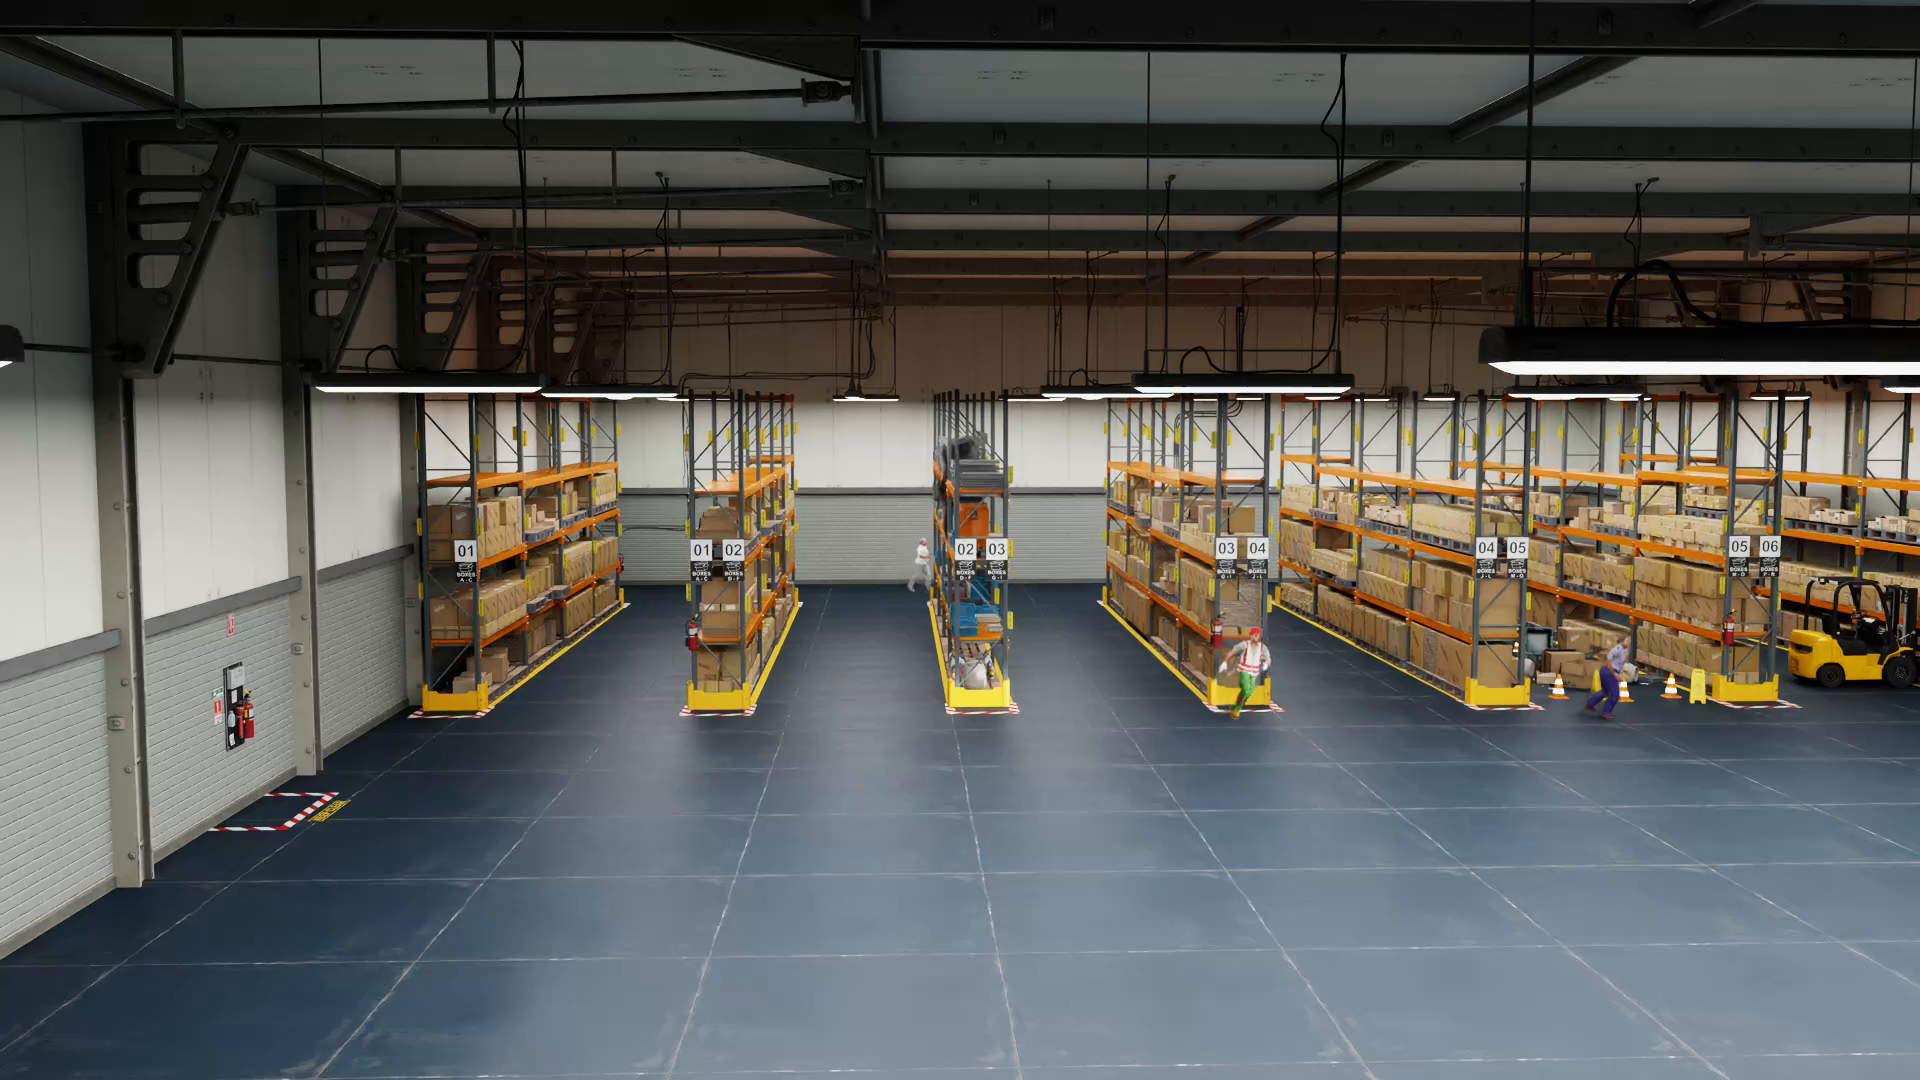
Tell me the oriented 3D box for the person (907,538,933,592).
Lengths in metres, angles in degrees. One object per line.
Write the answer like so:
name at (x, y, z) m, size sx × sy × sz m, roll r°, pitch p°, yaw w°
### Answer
person at (-1.191, 0.776, 50.400) m, size 0.853 × 1.712 × 0.597 m, roll 2°, pitch 5°, yaw 20°

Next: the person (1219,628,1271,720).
person at (5.240, 2.434, 30.178) m, size 0.838 × 1.688 × 0.726 m, roll -2°, pitch 5°, yaw -20°

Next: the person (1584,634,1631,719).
person at (11.840, 2.487, 30.432) m, size 0.786 × 1.535 × 0.642 m, roll 3°, pitch 5°, yaw 28°
